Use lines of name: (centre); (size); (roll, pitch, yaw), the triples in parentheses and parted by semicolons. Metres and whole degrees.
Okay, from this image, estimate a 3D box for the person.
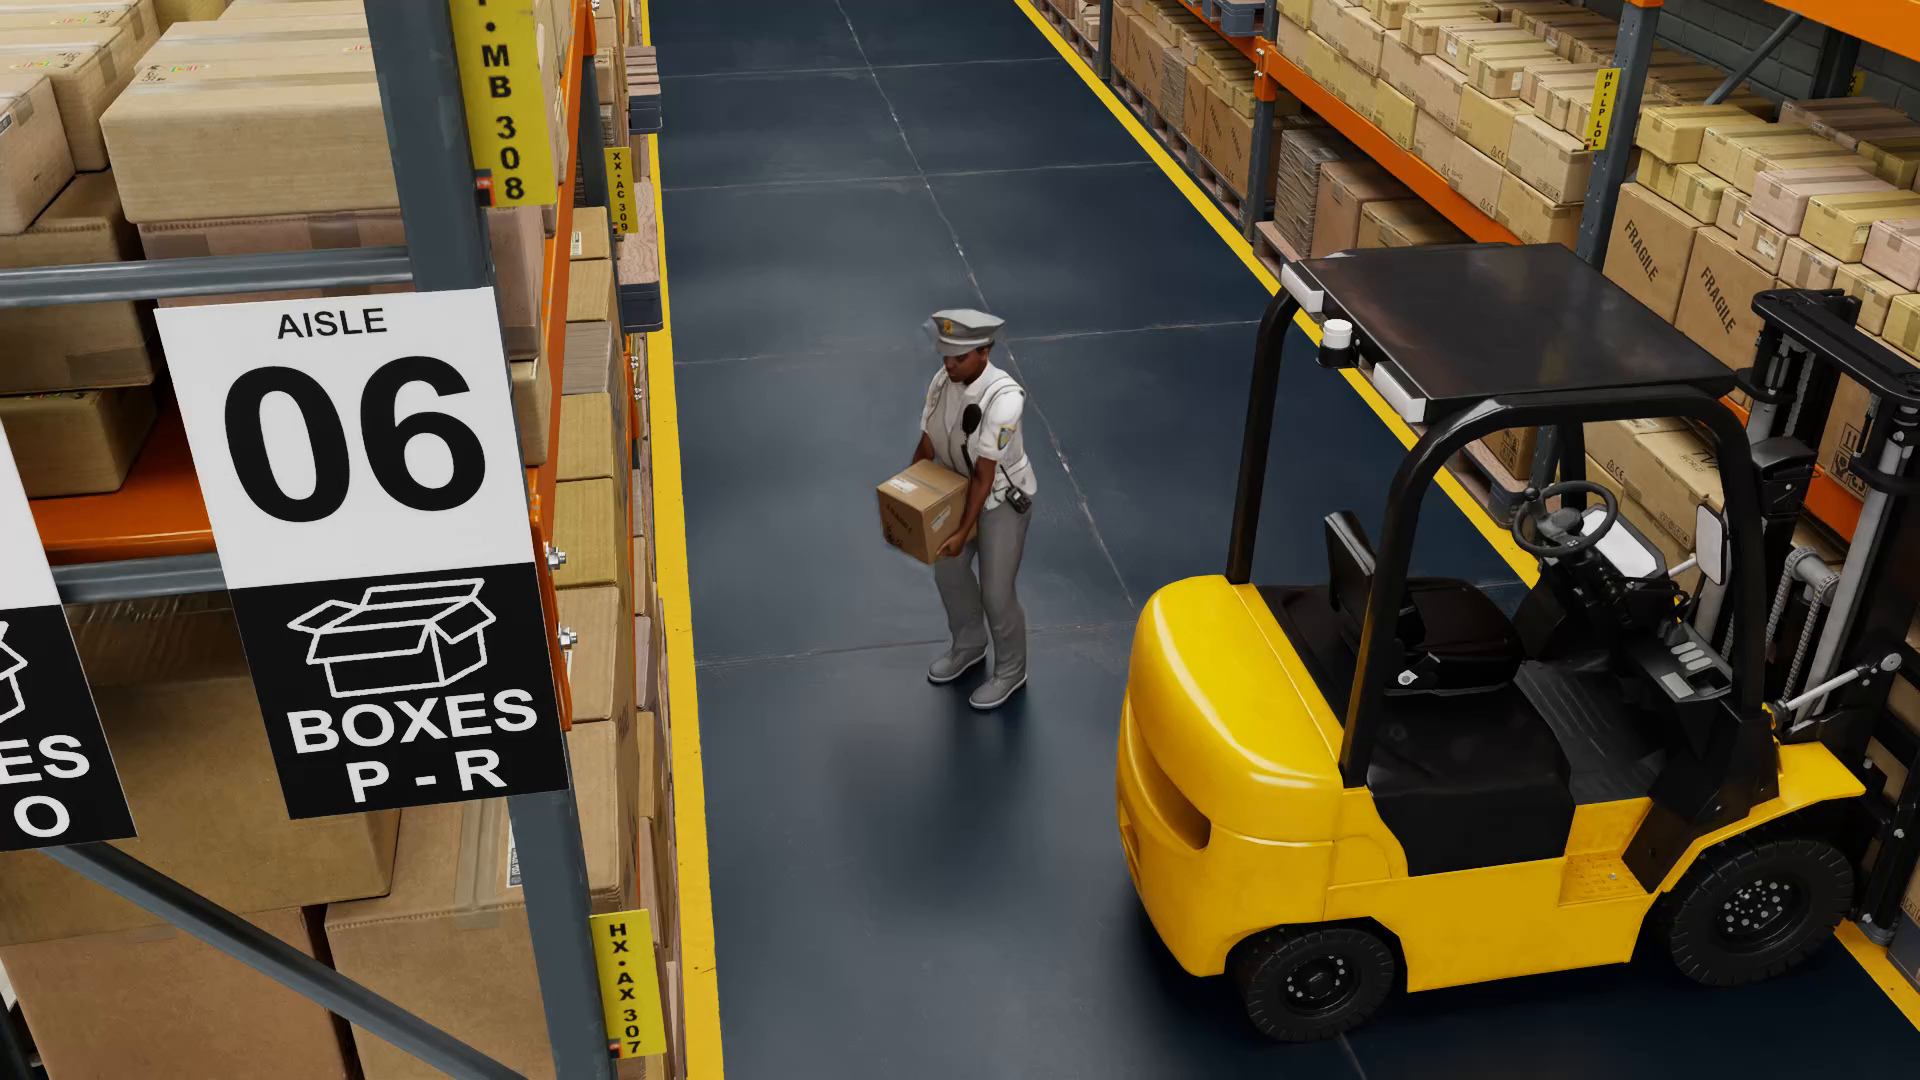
person: (0.028, -0.109, 6.328); (0.547, 1.658, 0.415); (-26, 40, -36)
